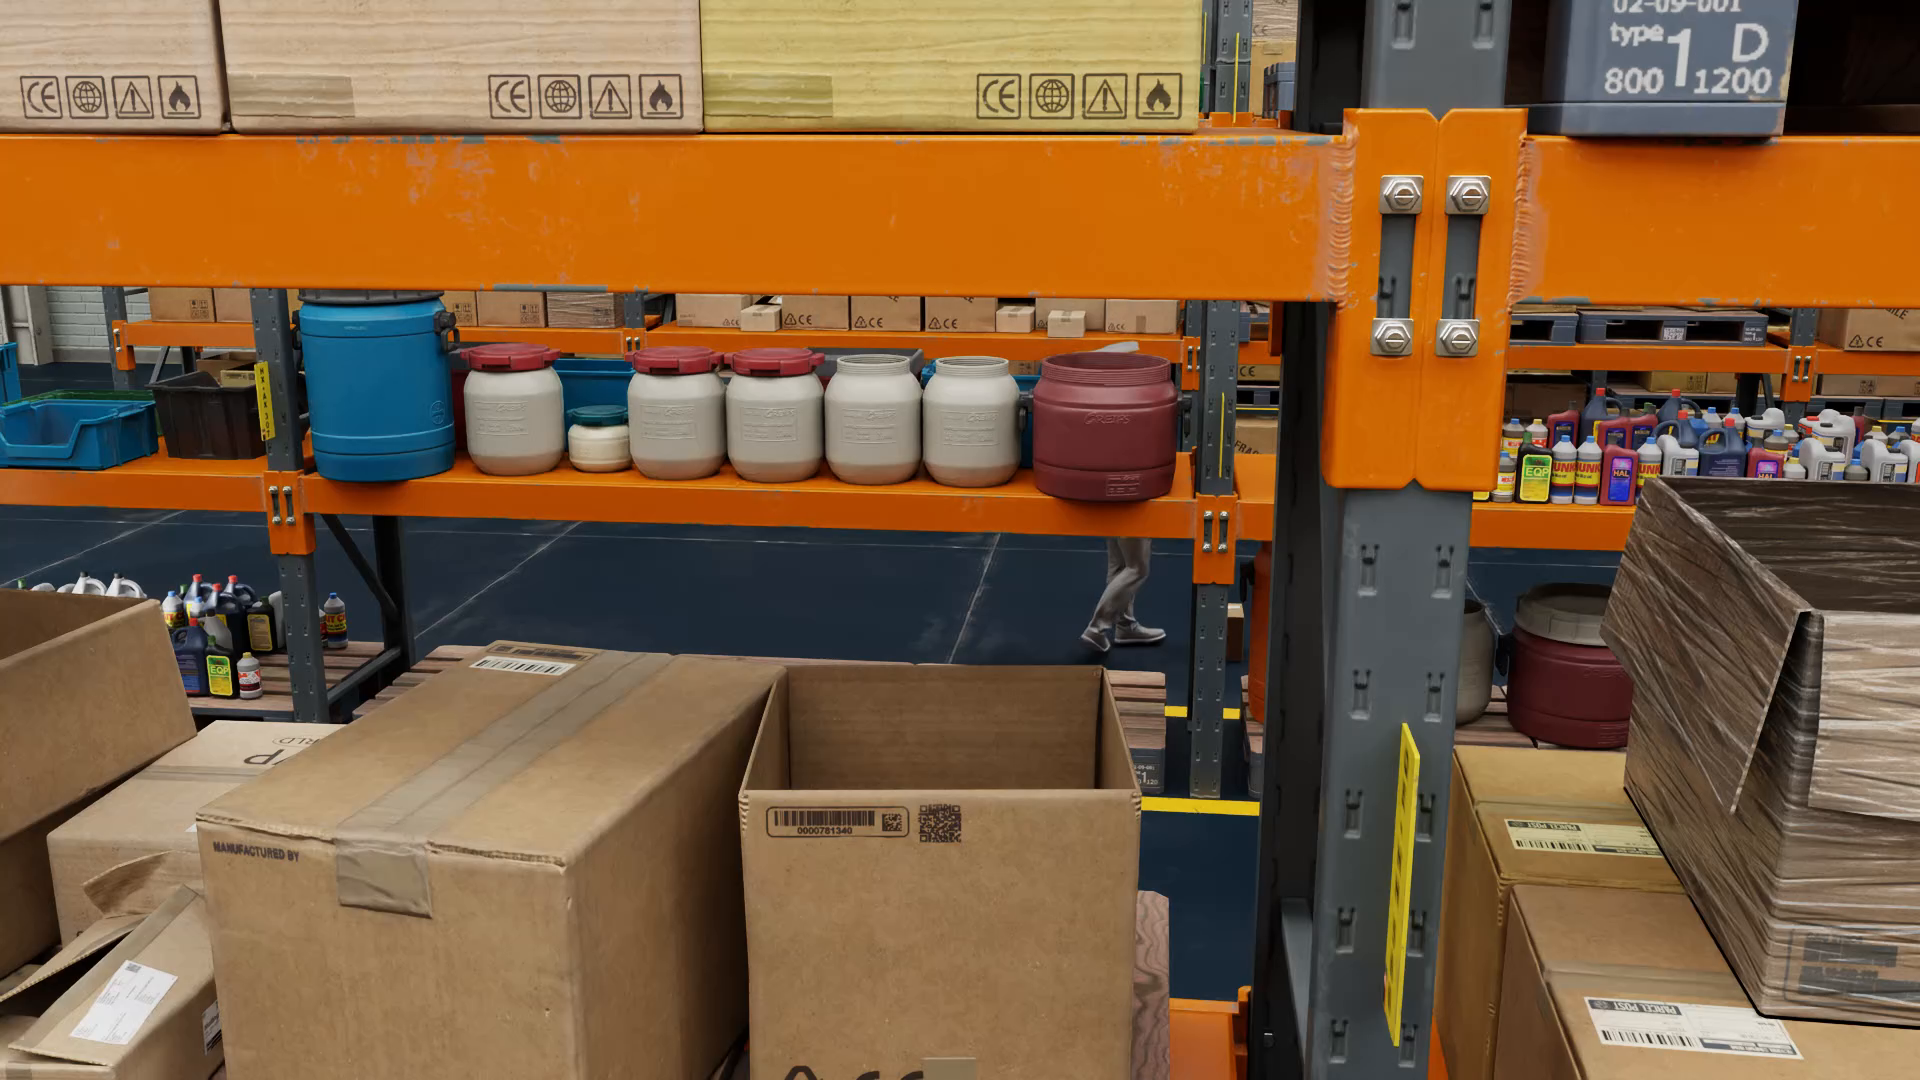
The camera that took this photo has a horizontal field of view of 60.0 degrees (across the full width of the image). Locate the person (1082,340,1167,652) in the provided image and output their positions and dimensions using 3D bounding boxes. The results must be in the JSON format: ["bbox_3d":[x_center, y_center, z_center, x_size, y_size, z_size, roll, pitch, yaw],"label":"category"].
[{"bbox_3d":[0.871,-0.229,8.828,0.566,1.672,0.527,-4,15,-15],"label":"person"}]
